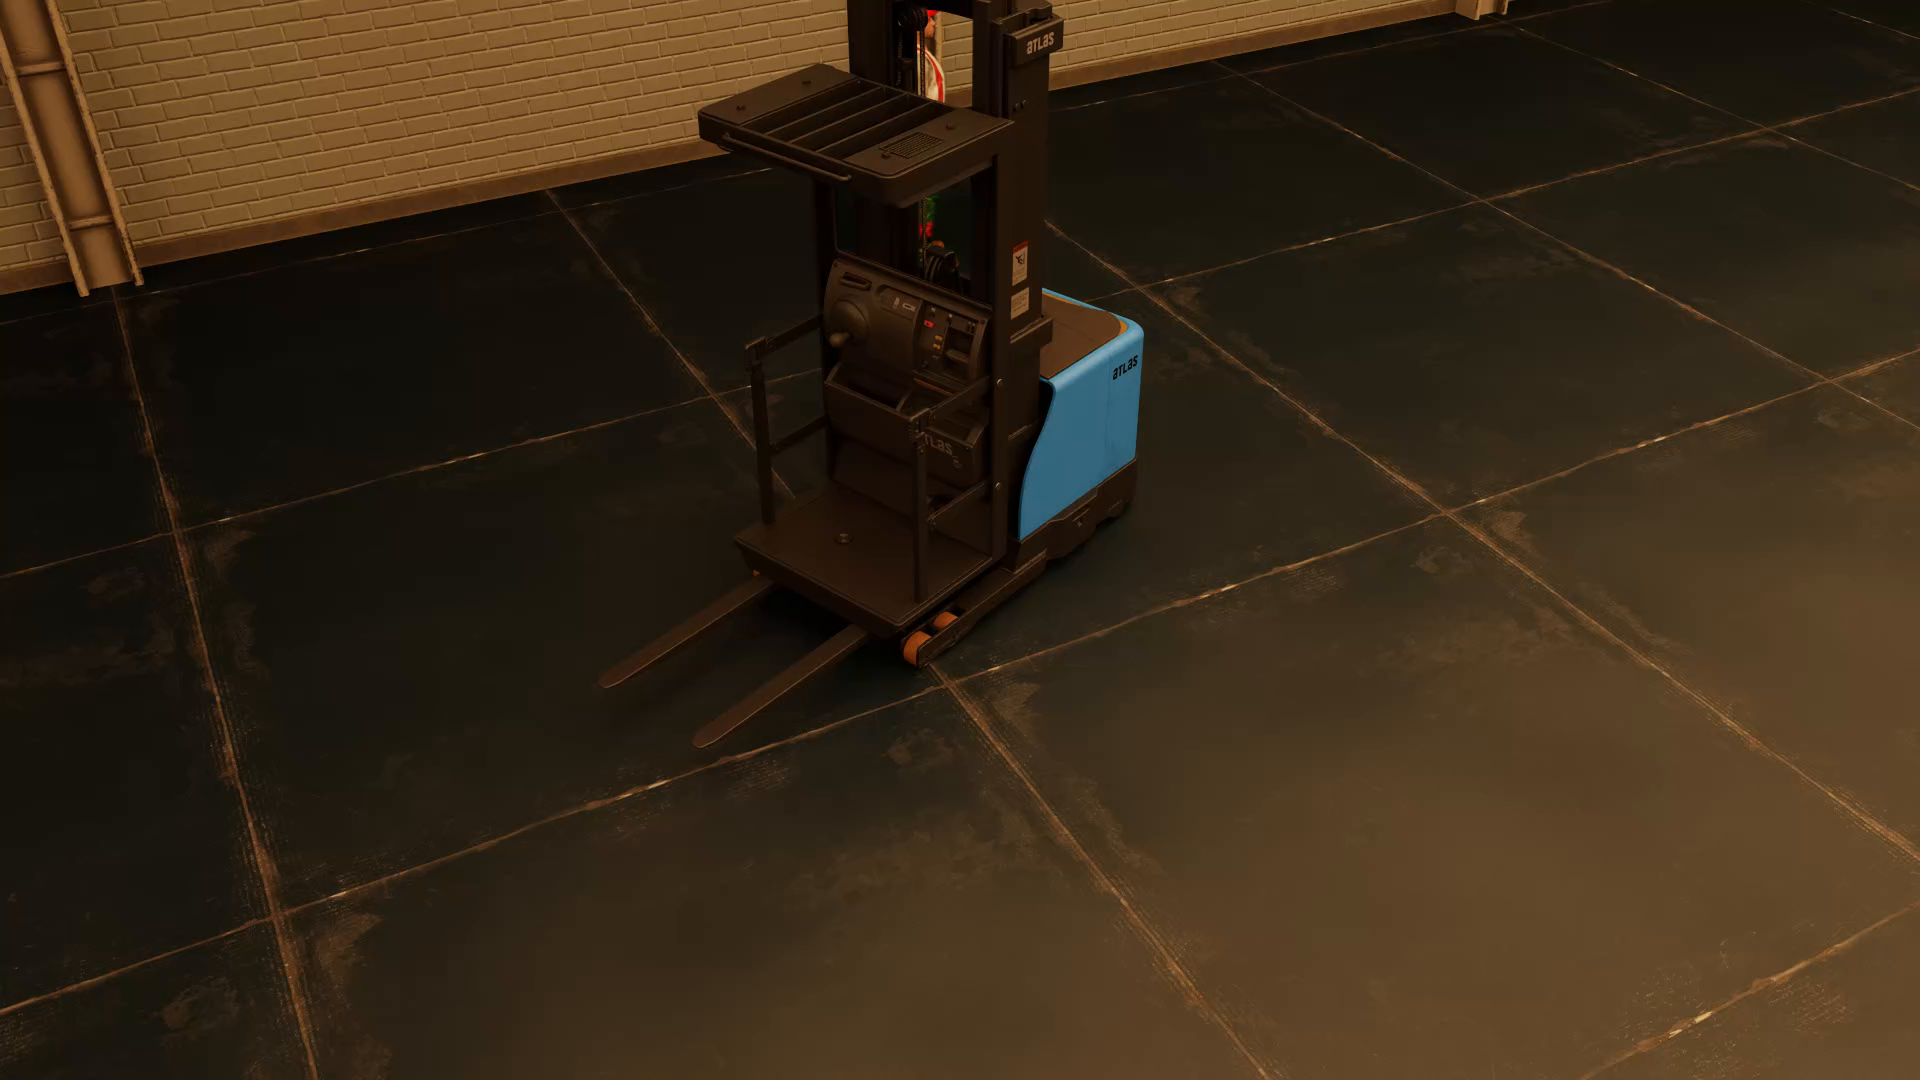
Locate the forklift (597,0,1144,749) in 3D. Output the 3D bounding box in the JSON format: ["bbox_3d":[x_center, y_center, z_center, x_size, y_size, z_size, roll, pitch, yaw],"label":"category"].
[{"bbox_3d":[-0.390,-0.927,7.434,1.130,2.935,3.031,26,43,31],"label":"forklift"}]

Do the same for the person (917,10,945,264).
[{"bbox_3d":[-0.242,-2.652,10.865,0.374,1.794,0.535,-8,36,-11],"label":"person"}]
